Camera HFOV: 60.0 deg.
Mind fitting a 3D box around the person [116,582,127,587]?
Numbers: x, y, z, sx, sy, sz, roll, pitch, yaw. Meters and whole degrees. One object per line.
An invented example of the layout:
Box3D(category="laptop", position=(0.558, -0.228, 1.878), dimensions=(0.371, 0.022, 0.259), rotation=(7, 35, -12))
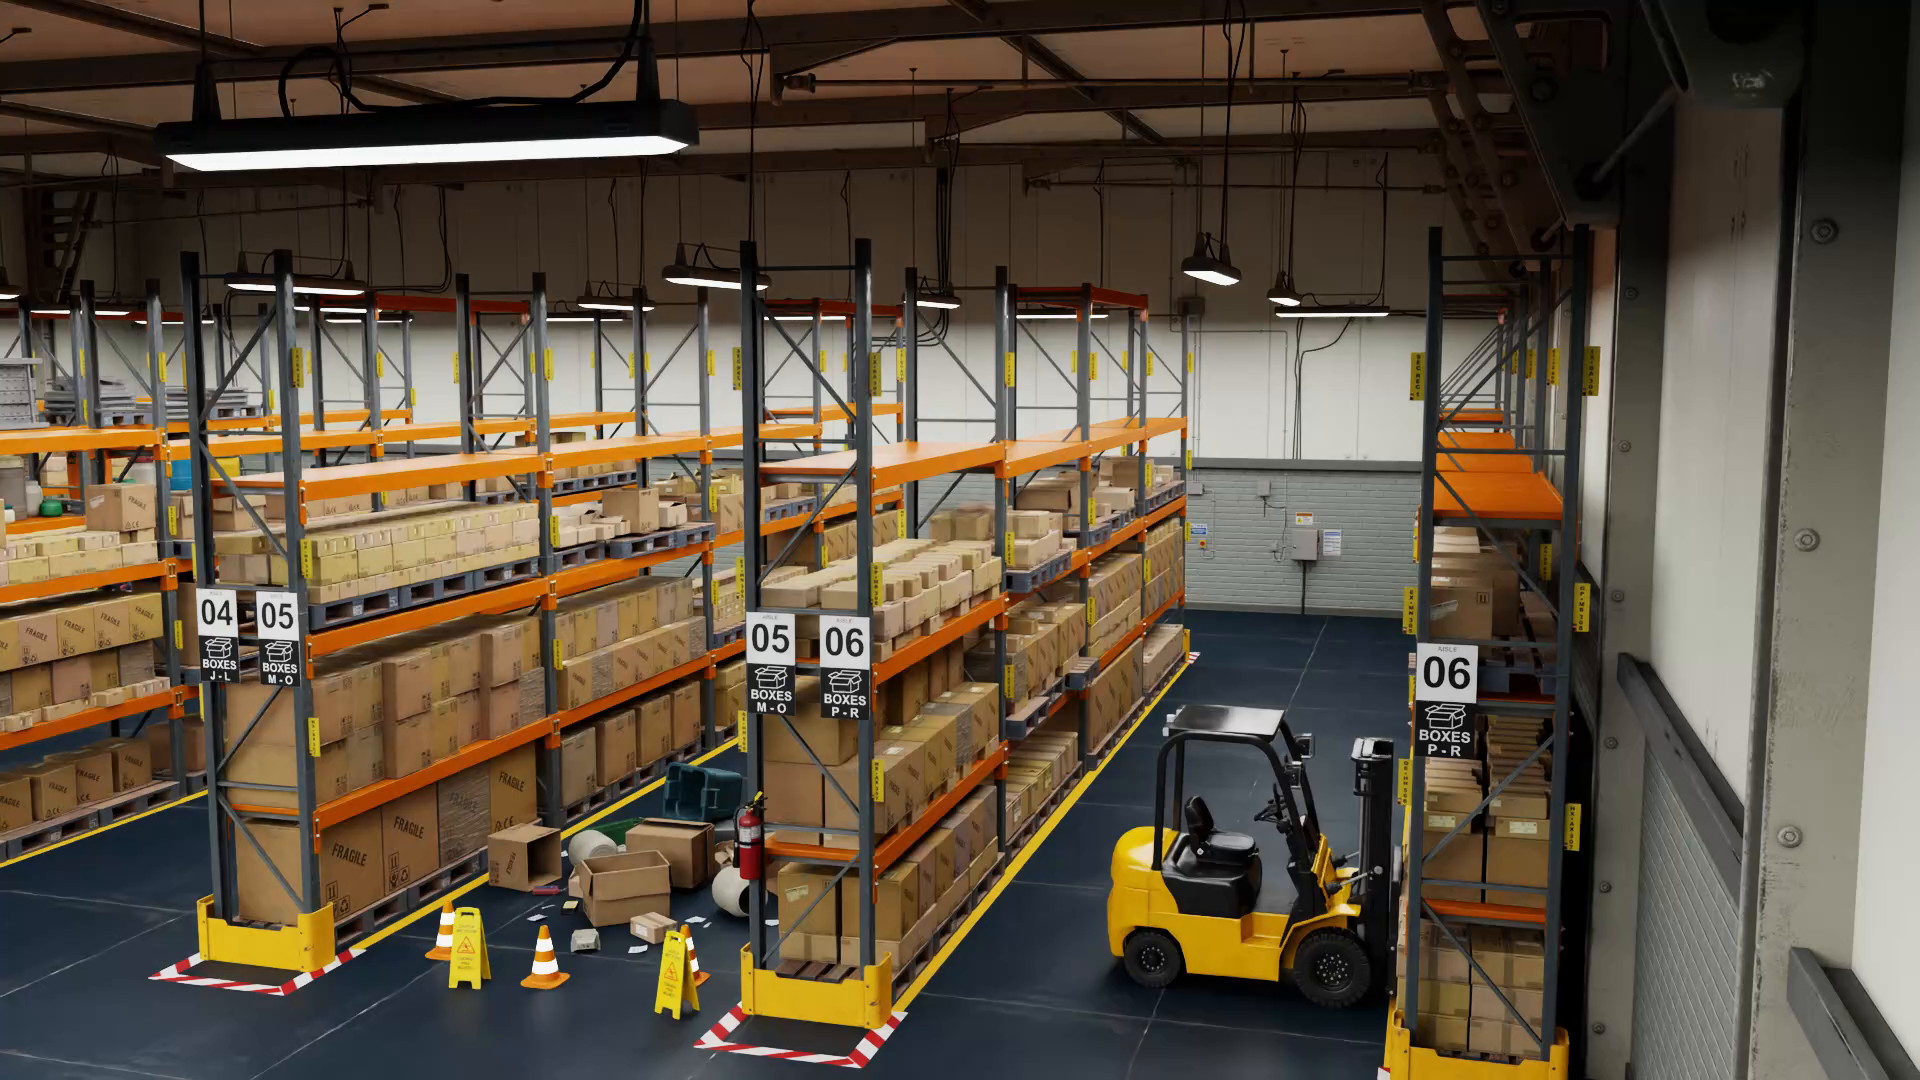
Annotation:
Box3D(category="person", position=(-15.225, 0.993, 30.391), dimensions=(0.516, 1.567, 0.731), rotation=(3, 7, 25))
